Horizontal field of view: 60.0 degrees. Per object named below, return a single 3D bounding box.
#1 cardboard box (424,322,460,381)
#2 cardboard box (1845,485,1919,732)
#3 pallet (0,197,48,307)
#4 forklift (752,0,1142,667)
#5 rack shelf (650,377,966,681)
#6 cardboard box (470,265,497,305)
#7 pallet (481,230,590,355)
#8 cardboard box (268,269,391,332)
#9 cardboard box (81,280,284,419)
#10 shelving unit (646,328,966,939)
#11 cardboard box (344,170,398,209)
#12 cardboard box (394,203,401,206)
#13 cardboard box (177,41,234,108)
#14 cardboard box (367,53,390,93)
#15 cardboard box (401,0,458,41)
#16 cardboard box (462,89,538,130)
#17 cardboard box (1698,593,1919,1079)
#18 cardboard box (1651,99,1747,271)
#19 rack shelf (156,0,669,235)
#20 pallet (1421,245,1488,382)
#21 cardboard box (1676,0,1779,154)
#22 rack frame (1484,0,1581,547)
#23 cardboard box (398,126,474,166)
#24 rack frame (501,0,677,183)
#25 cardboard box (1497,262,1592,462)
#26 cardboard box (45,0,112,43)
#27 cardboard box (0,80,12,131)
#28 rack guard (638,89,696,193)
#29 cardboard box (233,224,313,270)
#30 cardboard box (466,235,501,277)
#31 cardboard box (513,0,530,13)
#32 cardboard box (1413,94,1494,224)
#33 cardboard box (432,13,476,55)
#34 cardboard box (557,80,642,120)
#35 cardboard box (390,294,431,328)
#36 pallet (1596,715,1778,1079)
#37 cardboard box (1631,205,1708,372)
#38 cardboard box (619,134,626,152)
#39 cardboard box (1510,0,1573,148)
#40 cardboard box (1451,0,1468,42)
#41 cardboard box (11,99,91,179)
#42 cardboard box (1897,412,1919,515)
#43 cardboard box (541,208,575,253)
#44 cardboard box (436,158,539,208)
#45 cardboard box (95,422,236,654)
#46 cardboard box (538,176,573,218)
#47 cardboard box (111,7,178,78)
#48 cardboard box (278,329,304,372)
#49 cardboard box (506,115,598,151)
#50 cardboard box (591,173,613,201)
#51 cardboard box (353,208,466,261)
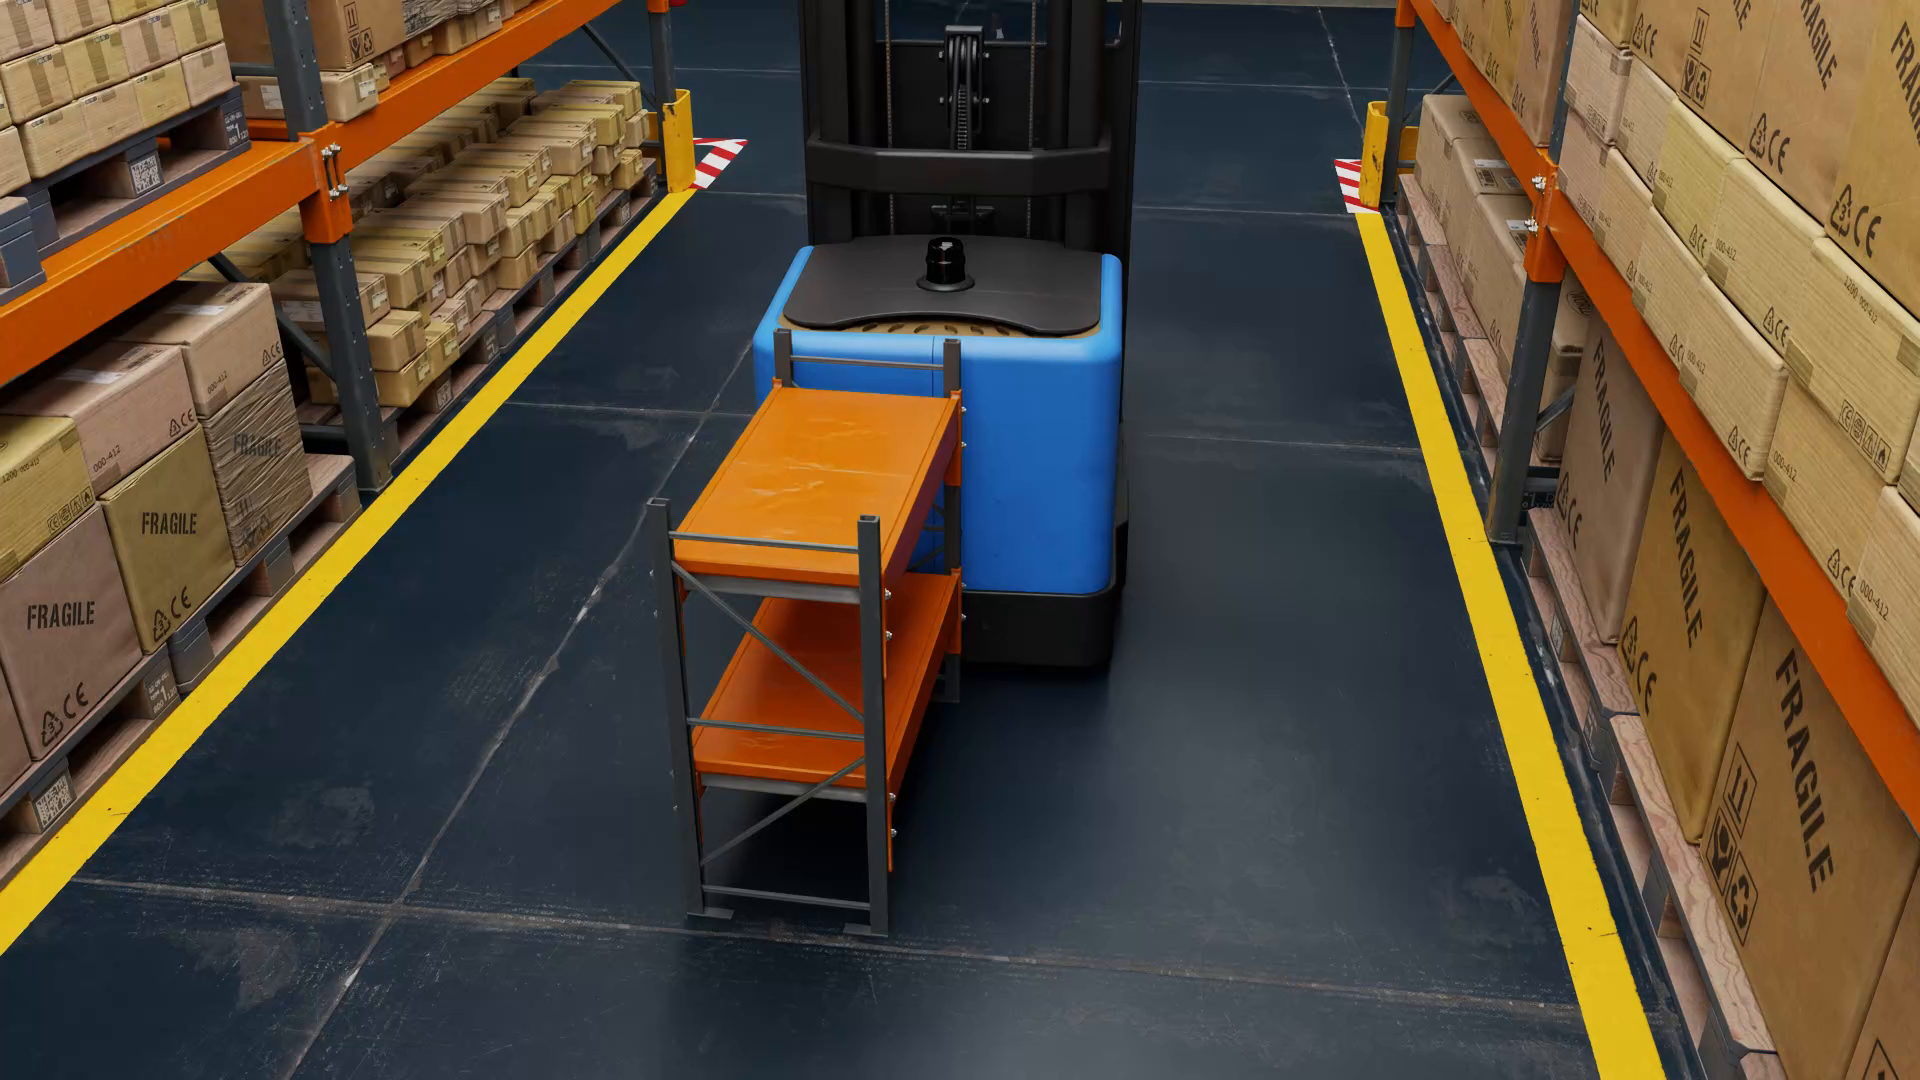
[{"bbox_3d":[-2.206,-0.751,6.544,0.380,0.149,0.250,4,29,8],"label":"cardboard box"},{"bbox_3d":[1.684,0.152,2.464,0.500,0.250,0.500,4,29,7],"label":"cardboard box"},{"bbox_3d":[-2.890,-0.510,3.736,1.003,0.211,1.213,3,28,6],"label":"pallet"},{"bbox_3d":[0.052,-1.585,5.602,1.130,2.935,3.031,2,28,4],"label":"forklift"},{"bbox_3d":[-0.331,-0.064,4.065,0.538,0.278,1.000,5,29,8],"label":"rack shelf"},{"bbox_3d":[-2.247,-1.122,7.233,0.380,0.149,0.250,2,28,4],"label":"cardboard box"},{"bbox_3d":[-2.408,-1.209,7.772,1.003,0.211,1.213,3,28,6],"label":"pallet"},{"bbox_3d":[-2.354,-0.885,6.165,0.380,0.149,0.250,4,29,8],"label":"cardboard box"},{"bbox_3d":[-2.443,-0.592,5.089,0.500,0.250,0.500,3,28,5],"label":"cardboard box"},{"bbox_3d":[-0.331,0.194,4.204,0.538,1.125,1.048,5,29,8],"label":"shelving unit"},{"bbox_3d":[-2.730,-1.535,7.373,0.380,0.149,0.250,2,28,4],"label":"cardboard box"},{"bbox_3d":[-2.575,-1.507,7.634,0.380,0.149,0.250,5,29,9],"label":"cardboard box"},{"bbox_3d":[-2.454,-1.419,5.043,0.380,0.149,0.250,3,28,5],"label":"cardboard box"},{"bbox_3d":[-2.285,-1.673,5.957,0.380,0.149,0.250,4,29,8],"label":"cardboard box"},{"bbox_3d":[-2.238,-2.170,6.196,0.500,0.500,0.500,3,28,6],"label":"cardboard box"},{"bbox_3d":[-2.428,-2.254,8.707,0.380,0.149,0.250,4,29,7],"label":"cardboard box"},{"bbox_3d":[2.113,0.591,3.288,0.875,0.875,0.875,4,29,7],"label":"cardboard box"},{"bbox_3d":[1.865,-0.783,3.672,0.500,0.250,0.500,4,29,7],"label":"cardboard box"},{"bbox_3d":[-2.357,-2.168,7.369,1.077,0.370,4.000,3,28,6],"label":"rack shelf"},{"bbox_3d":[2.641,-1.004,7.392,1.003,0.211,1.213,3,28,6],"label":"pallet"},{"bbox_3d":[1.885,-1.120,3.506,0.500,0.500,0.500,3,28,5],"label":"cardboard box"},{"bbox_3d":[2.323,-1.303,5.006,1.000,3.000,0.127,3,28,6],"label":"rack frame"},{"bbox_3d":[-2.577,-1.891,8.033,0.380,0.149,0.250,4,29,8],"label":"cardboard box"},{"bbox_3d":[-2.112,-3.426,8.946,1.000,3.000,0.127,3,28,6],"label":"rack frame"},{"bbox_3d":[2.506,-0.649,6.051,0.875,0.438,0.875,3,28,5],"label":"cardboard box"},{"bbox_3d":[-2.523,-1.431,4.438,0.380,0.149,0.250,2,28,5],"label":"cardboard box"},{"bbox_3d":[-2.582,-1.057,4.058,0.380,0.149,0.250,2,28,4],"label":"cardboard box"},{"bbox_3d":[-2.121,-2.289,9.473,1.175,0.500,0.348,3,28,6],"label":"rack guard"},{"bbox_3d":[-2.802,-1.157,6.671,0.380,0.149,0.250,3,28,6],"label":"cardboard box"},{"bbox_3d":[-2.211,-1.252,7.160,0.380,0.149,0.250,5,29,9],"label":"cardboard box"},{"bbox_3d":[-2.133,-2.418,7.341,0.380,0.149,0.250,4,29,7],"label":"cardboard box"},{"bbox_3d":[2.831,-1.926,8.421,0.875,0.438,0.875,2,28,4],"label":"cardboard box"},{"bbox_3d":[-2.169,-2.044,6.645,0.380,0.149,0.250,4,29,7],"label":"cardboard box"},{"bbox_3d":[-1.925,-2.353,8.892,0.380,0.149,0.250,4,29,7],"label":"cardboard box"},{"bbox_3d":[-2.298,-0.880,6.470,0.380,0.149,0.250,4,29,7],"label":"cardboard box"},{"bbox_3d":[2.156,0.868,3.916,1.003,0.211,1.213,3,28,6],"label":"pallet"},{"bbox_3d":[1.867,-0.561,3.787,0.500,0.250,0.500,3,28,6],"label":"cardboard box"},{"bbox_3d":[-1.979,-2.102,8.738,0.380,0.149,0.250,3,28,5],"label":"cardboard box"},{"bbox_3d":[2.126,-1.580,5.415,0.500,0.500,0.500,4,29,7],"label":"cardboard box"},{"bbox_3d":[2.310,-2.306,6.761,0.500,0.500,0.500,4,29,8],"label":"cardboard box"},{"bbox_3d":[-2.549,-1.061,4.379,0.380,0.149,0.250,2,28,4],"label":"cardboard box"},{"bbox_3d":[1.699,-0.058,2.327,0.500,0.250,0.500,3,28,5],"label":"cardboard box"},{"bbox_3d":[-2.058,-1.481,7.900,0.380,0.149,0.250,4,29,7],"label":"cardboard box"},{"bbox_3d":[-2.138,-1.619,7.528,0.380,0.149,0.250,3,29,6],"label":"cardboard box"},{"bbox_3d":[-2.506,-0.023,4.822,0.500,0.500,0.500,3,28,5],"label":"cardboard box"},{"bbox_3d":[-2.056,-1.613,7.830,0.380,0.149,0.250,5,29,9],"label":"cardboard box"},{"bbox_3d":[-2.486,-1.425,4.741,0.380,0.149,0.250,4,29,7],"label":"cardboard box"},{"bbox_3d":[-2.777,-0.794,6.625,0.380,0.149,0.250,4,29,8],"label":"cardboard box"},{"bbox_3d":[-2.014,-1.991,8.219,0.380,0.149,0.250,2,28,4],"label":"cardboard box"},{"bbox_3d":[-2.018,-1.849,8.583,0.380,0.149,0.250,3,28,6],"label":"cardboard box"},{"bbox_3d":[-2.270,-1.257,6.856,0.380,0.149,0.250,3,28,5],"label":"cardboard box"}]
